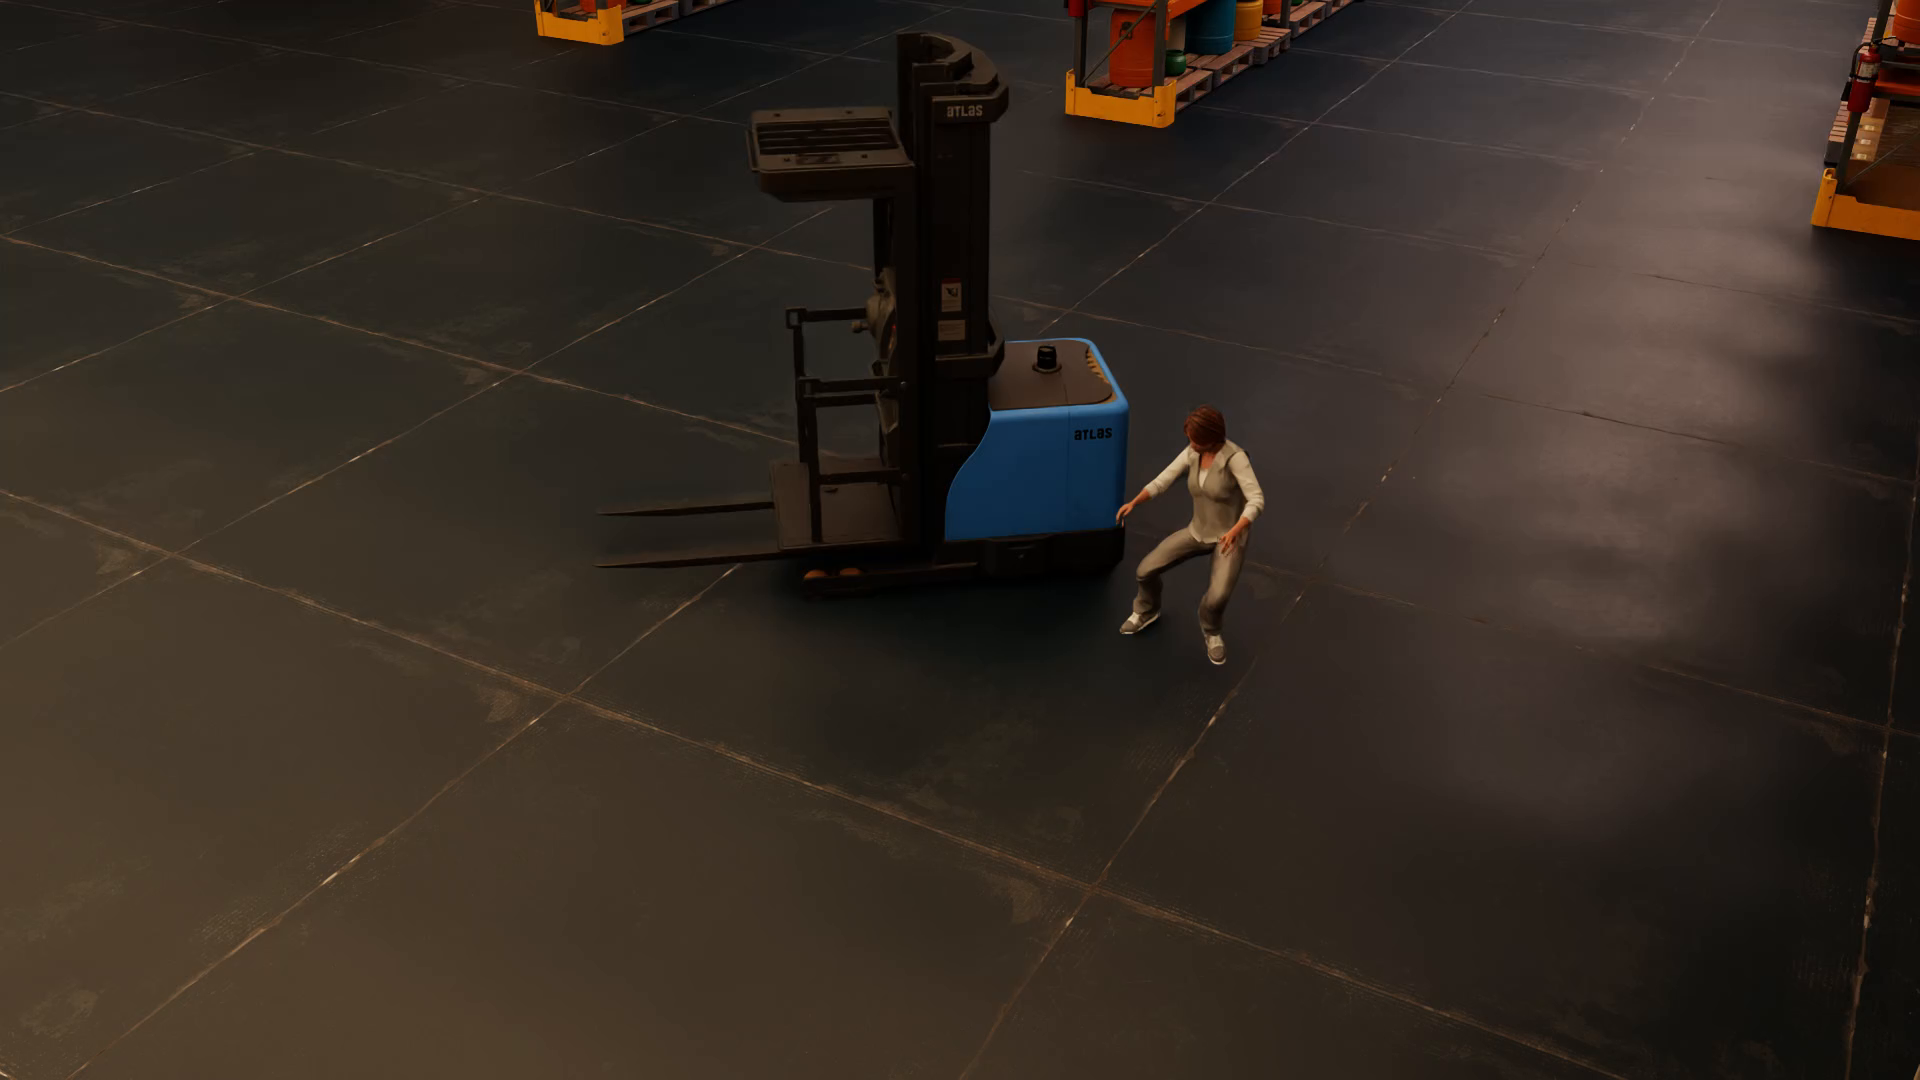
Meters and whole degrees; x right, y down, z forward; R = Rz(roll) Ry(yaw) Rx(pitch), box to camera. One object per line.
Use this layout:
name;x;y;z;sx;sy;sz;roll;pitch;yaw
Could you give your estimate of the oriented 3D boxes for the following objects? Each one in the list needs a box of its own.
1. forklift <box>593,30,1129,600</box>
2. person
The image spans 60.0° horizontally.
forklift;-0.610;-1.213;9.173;3.031;2.935;1.130;-4;30;-8
person;1.183;0.014;8.605;0.694;1.422;0.797;-23;37;-34
